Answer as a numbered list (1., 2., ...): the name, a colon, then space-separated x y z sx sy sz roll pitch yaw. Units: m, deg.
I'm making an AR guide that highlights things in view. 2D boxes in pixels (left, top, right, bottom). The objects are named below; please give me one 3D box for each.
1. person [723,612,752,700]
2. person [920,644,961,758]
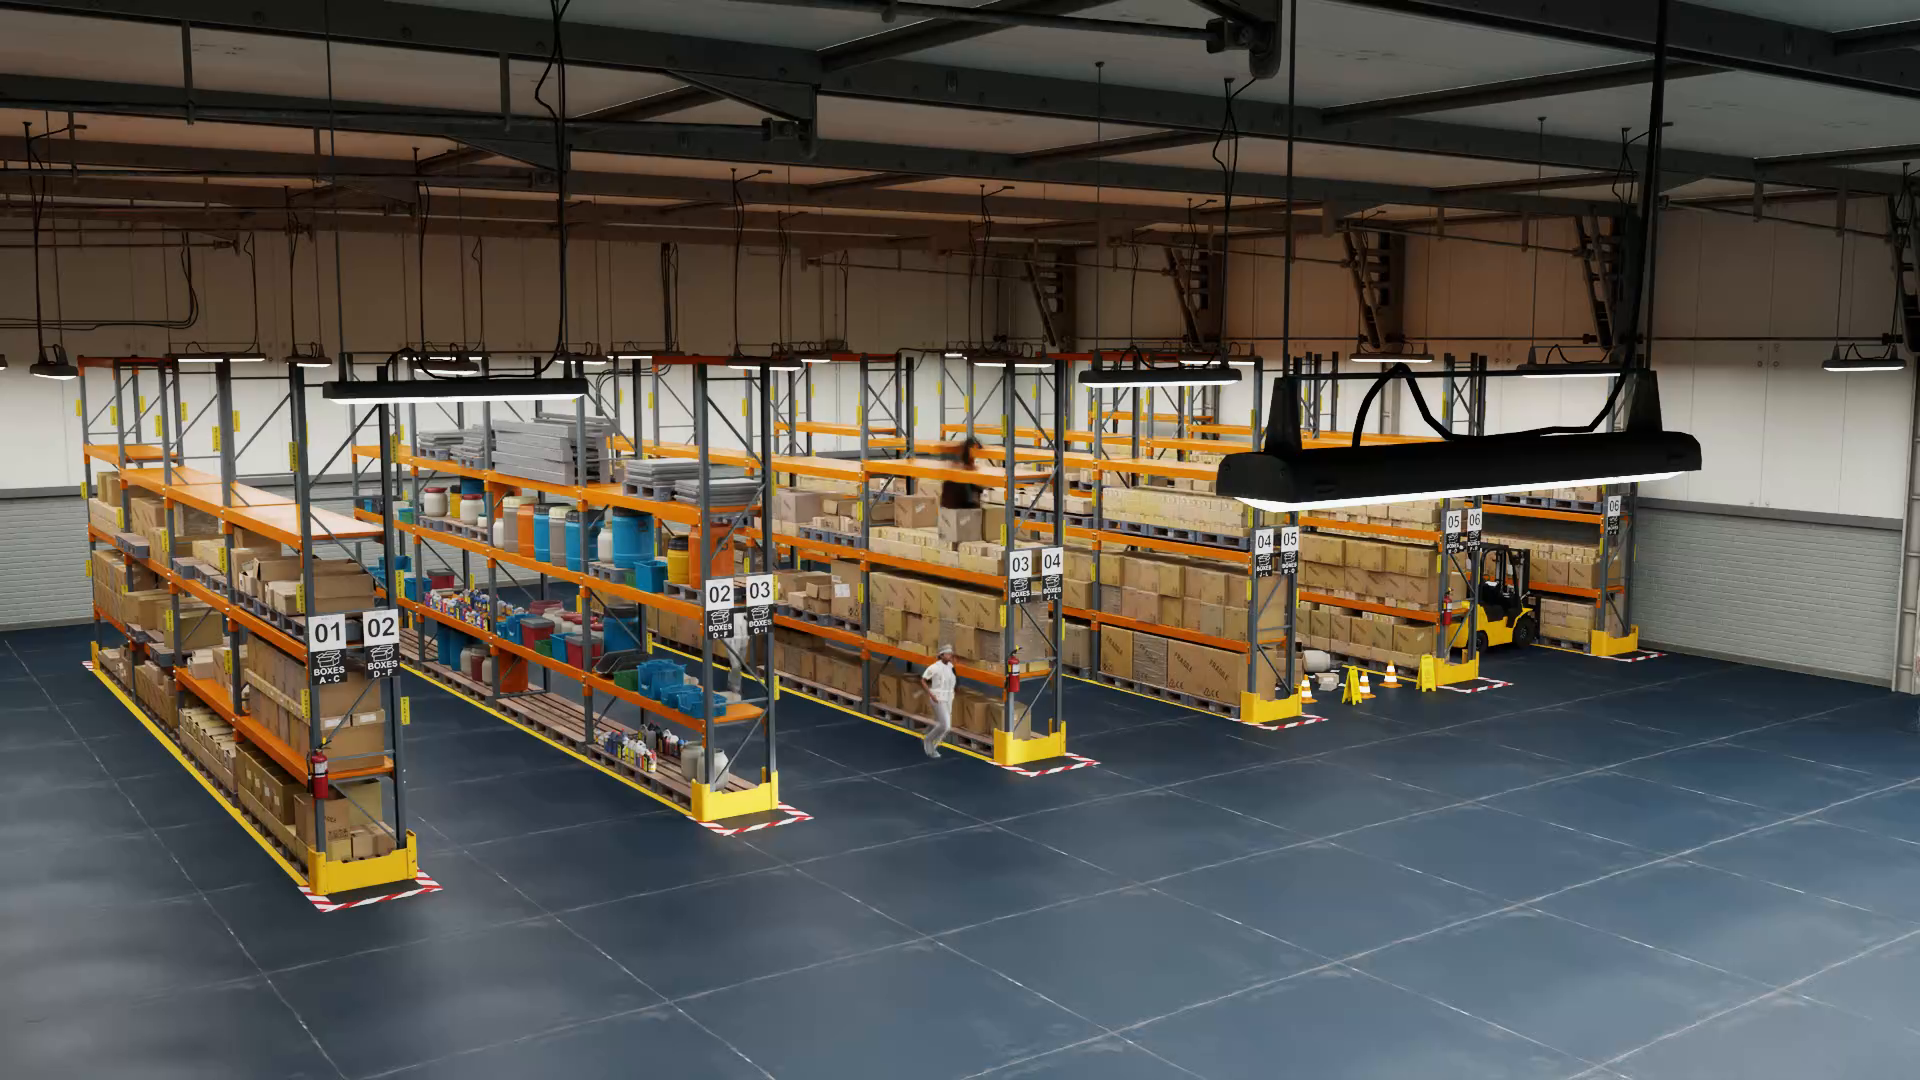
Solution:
1. person: -3.961 1.885 29.516 0.645 1.849 0.827 -5 9 -37
2. person: -0.225 2.336 24.209 0.509 1.647 0.596 6 9 40
